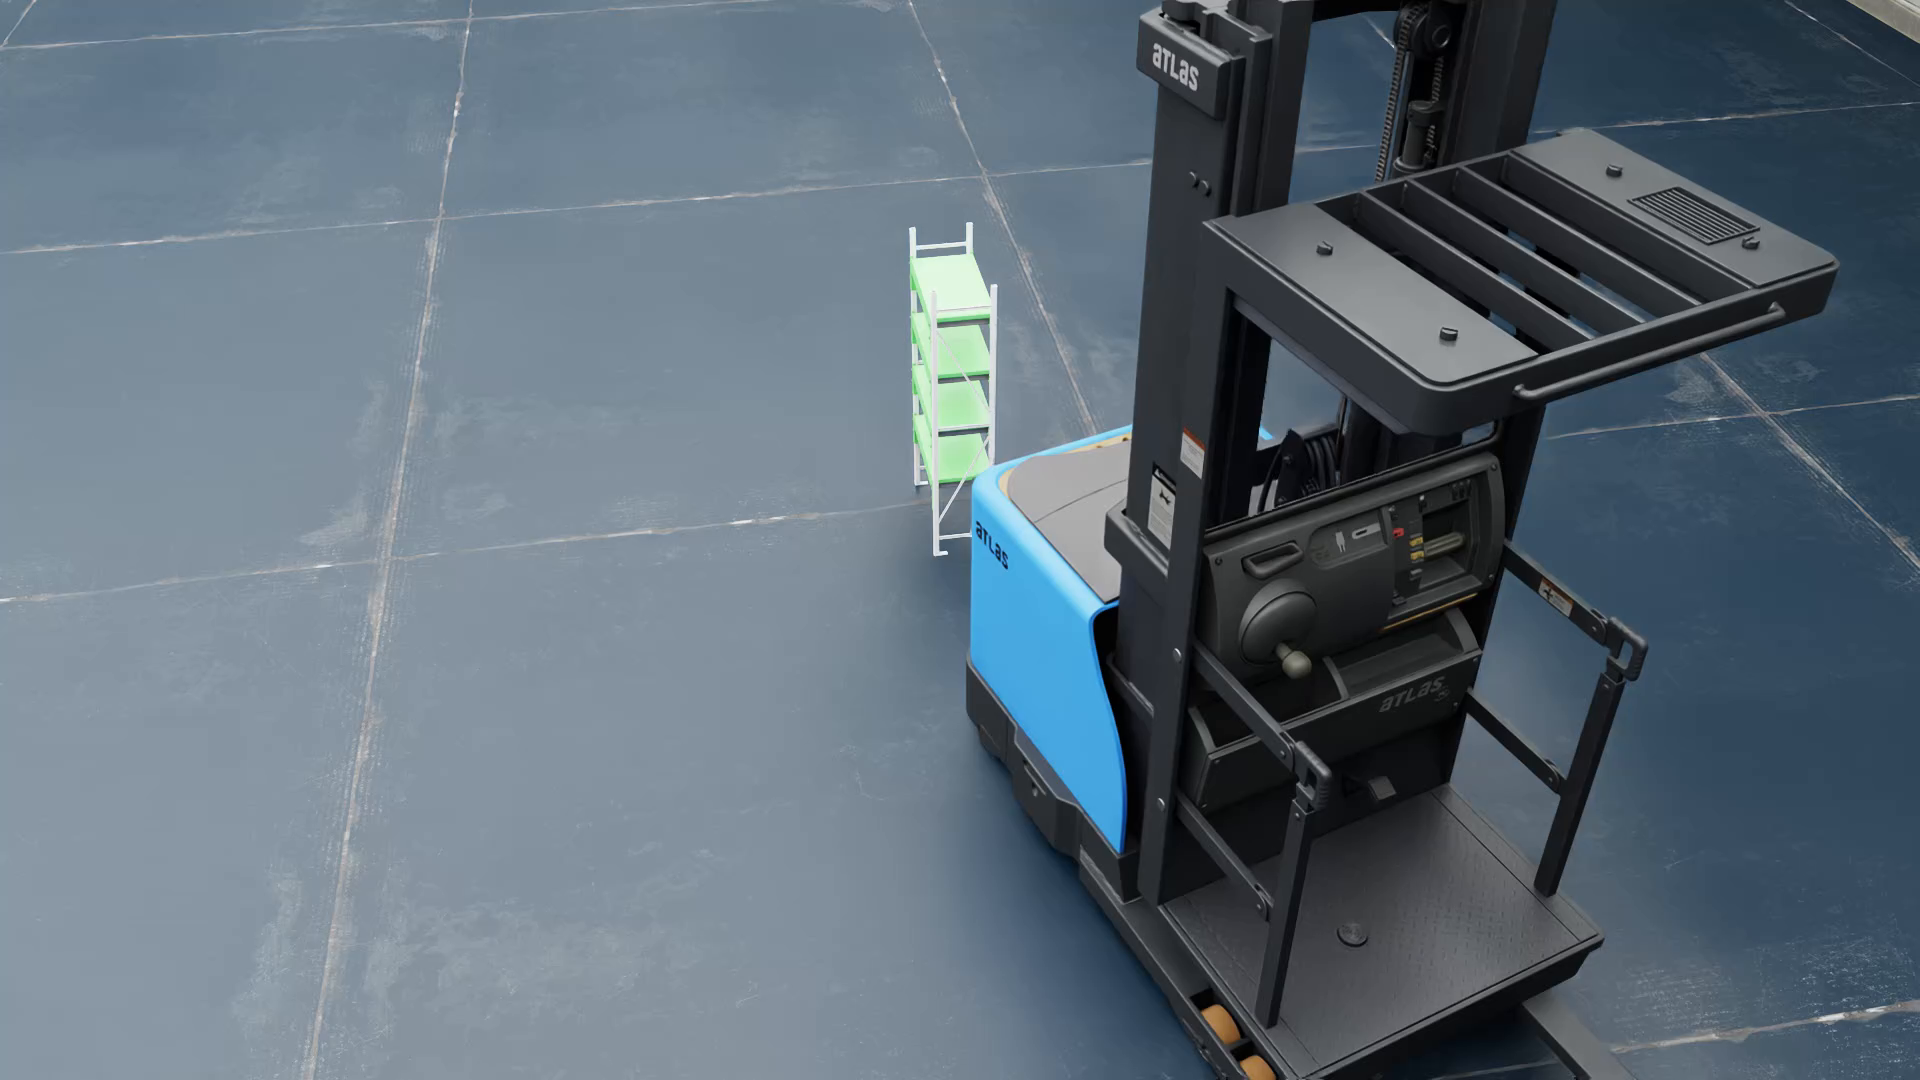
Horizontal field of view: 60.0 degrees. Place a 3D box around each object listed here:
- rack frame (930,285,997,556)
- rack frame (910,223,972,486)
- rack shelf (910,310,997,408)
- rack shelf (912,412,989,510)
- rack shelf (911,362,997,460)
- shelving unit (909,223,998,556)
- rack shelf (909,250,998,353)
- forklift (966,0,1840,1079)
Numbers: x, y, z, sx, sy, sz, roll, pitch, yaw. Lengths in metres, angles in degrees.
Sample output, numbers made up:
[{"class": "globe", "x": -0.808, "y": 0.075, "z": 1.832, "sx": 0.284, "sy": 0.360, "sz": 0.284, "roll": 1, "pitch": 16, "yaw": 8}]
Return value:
[{"class": "rack frame", "x": 0.014, "y": -0.426, "z": 6.321, "sx": 0.240, "sy": 1.200, "sz": 0.015, "roll": -6, "pitch": 38, "yaw": -8}, {"class": "rack frame", "x": -0.072, "y": -0.721, "z": 6.700, "sx": 0.240, "sy": 1.200, "sz": 0.015, "roll": -6, "pitch": 38, "yaw": -8}, {"class": "rack shelf", "x": -0.029, "y": -0.713, "z": 6.403, "sx": 0.258, "sy": 0.148, "sz": 0.480, "roll": -6, "pitch": 38, "yaw": -8}, {"class": "rack shelf", "x": -0.029, "y": -0.334, "z": 6.697, "sx": 0.258, "sy": 0.148, "sz": 0.480, "roll": -6, "pitch": 38, "yaw": -8}, {"class": "rack shelf", "x": -0.029, "y": -0.523, "z": 6.550, "sx": 0.258, "sy": 0.148, "sz": 0.480, "roll": -6, "pitch": 38, "yaw": -8}, {"class": "shelving unit", "x": -0.029, "y": -0.574, "z": 6.511, "sx": 0.258, "sy": 1.200, "sz": 0.503, "roll": -6, "pitch": 38, "yaw": -8}, {"class": "rack shelf", "x": -0.029, "y": -0.902, "z": 6.255, "sx": 0.258, "sy": 0.148, "sz": 0.480, "roll": -6, "pitch": 38, "yaw": -8}, {"class": "forklift", "x": 1.142, "y": 0.141, "z": 4.179, "sx": 1.130, "sy": 2.935, "sz": 3.031, "roll": -18, "pitch": 41, "yaw": -21}]
